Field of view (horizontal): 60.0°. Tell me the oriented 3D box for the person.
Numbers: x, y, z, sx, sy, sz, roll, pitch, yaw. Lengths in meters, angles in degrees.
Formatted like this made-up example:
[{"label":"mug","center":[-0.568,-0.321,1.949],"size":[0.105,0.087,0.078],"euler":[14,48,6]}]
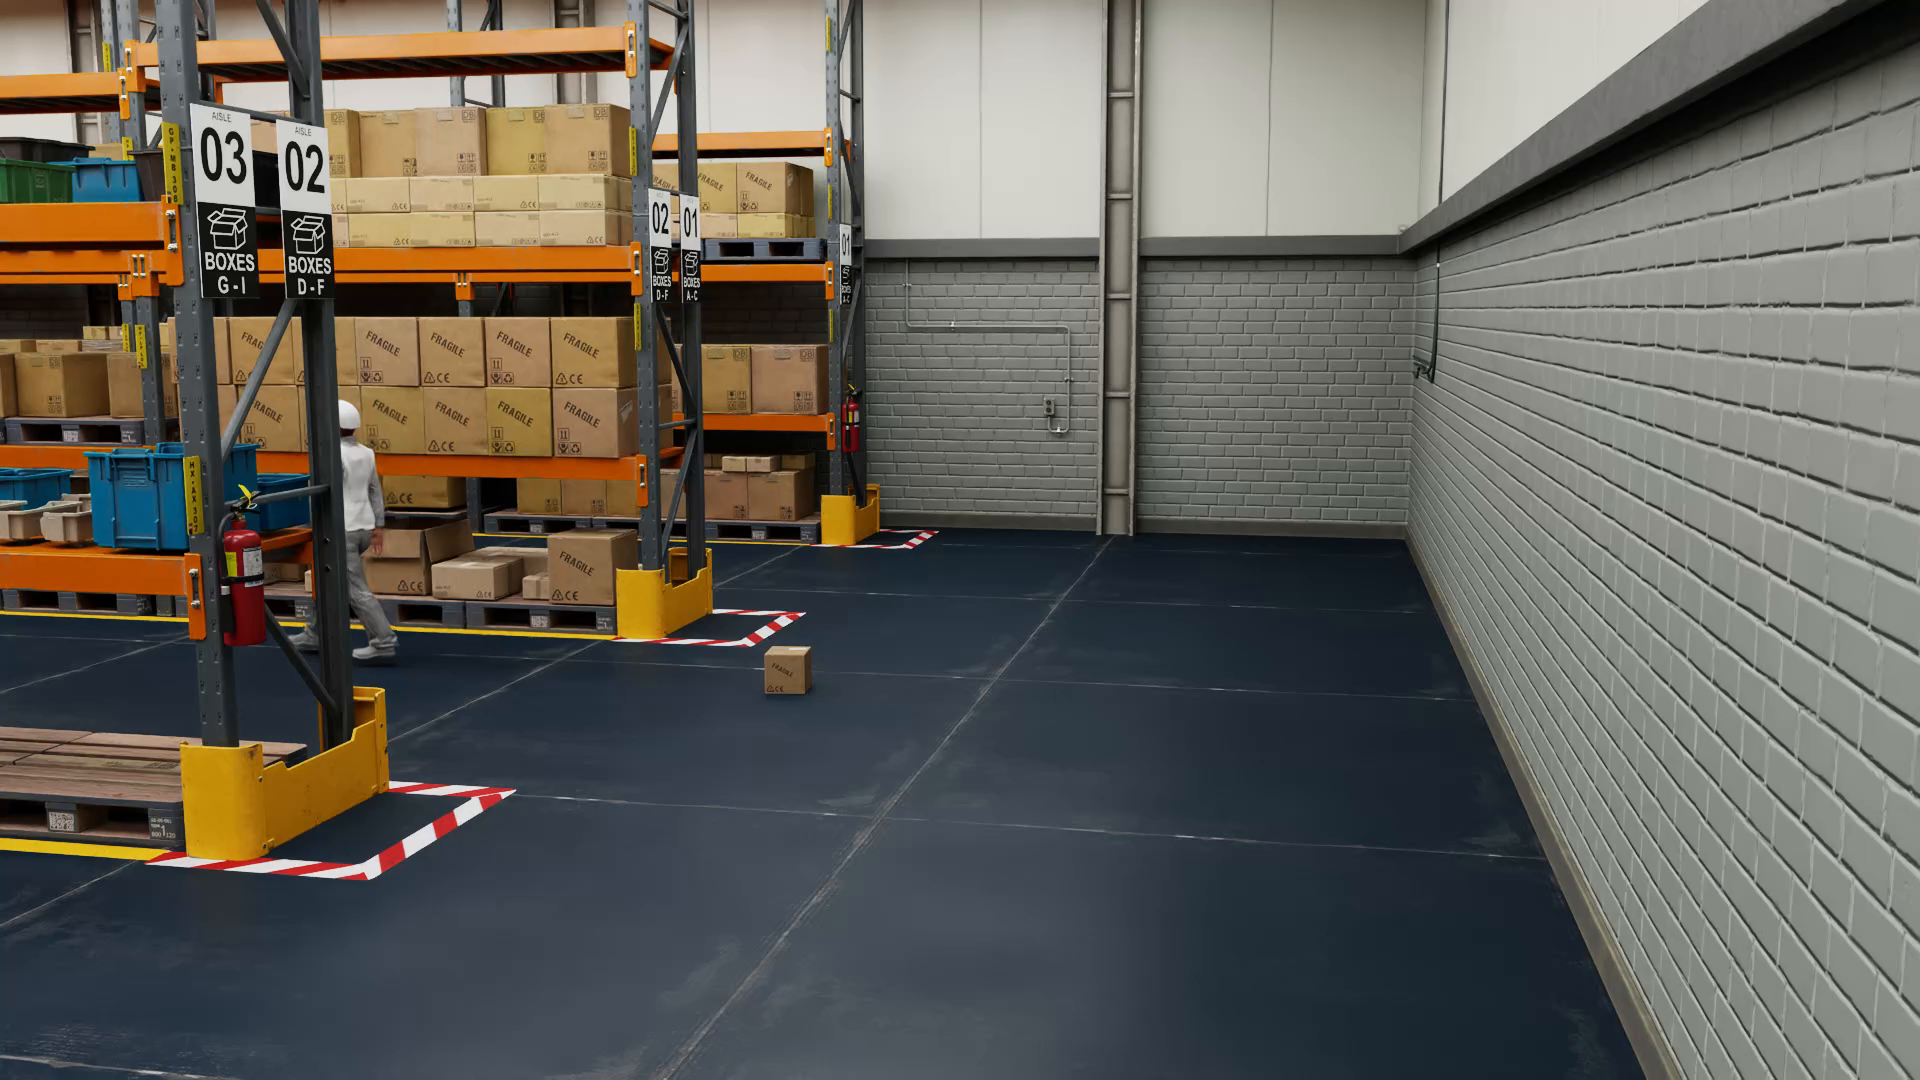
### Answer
[{"label":"person","center":[-4.233,-0.078,11.167],"size":[0.995,1.720,0.552],"euler":[2,8,15]}]
